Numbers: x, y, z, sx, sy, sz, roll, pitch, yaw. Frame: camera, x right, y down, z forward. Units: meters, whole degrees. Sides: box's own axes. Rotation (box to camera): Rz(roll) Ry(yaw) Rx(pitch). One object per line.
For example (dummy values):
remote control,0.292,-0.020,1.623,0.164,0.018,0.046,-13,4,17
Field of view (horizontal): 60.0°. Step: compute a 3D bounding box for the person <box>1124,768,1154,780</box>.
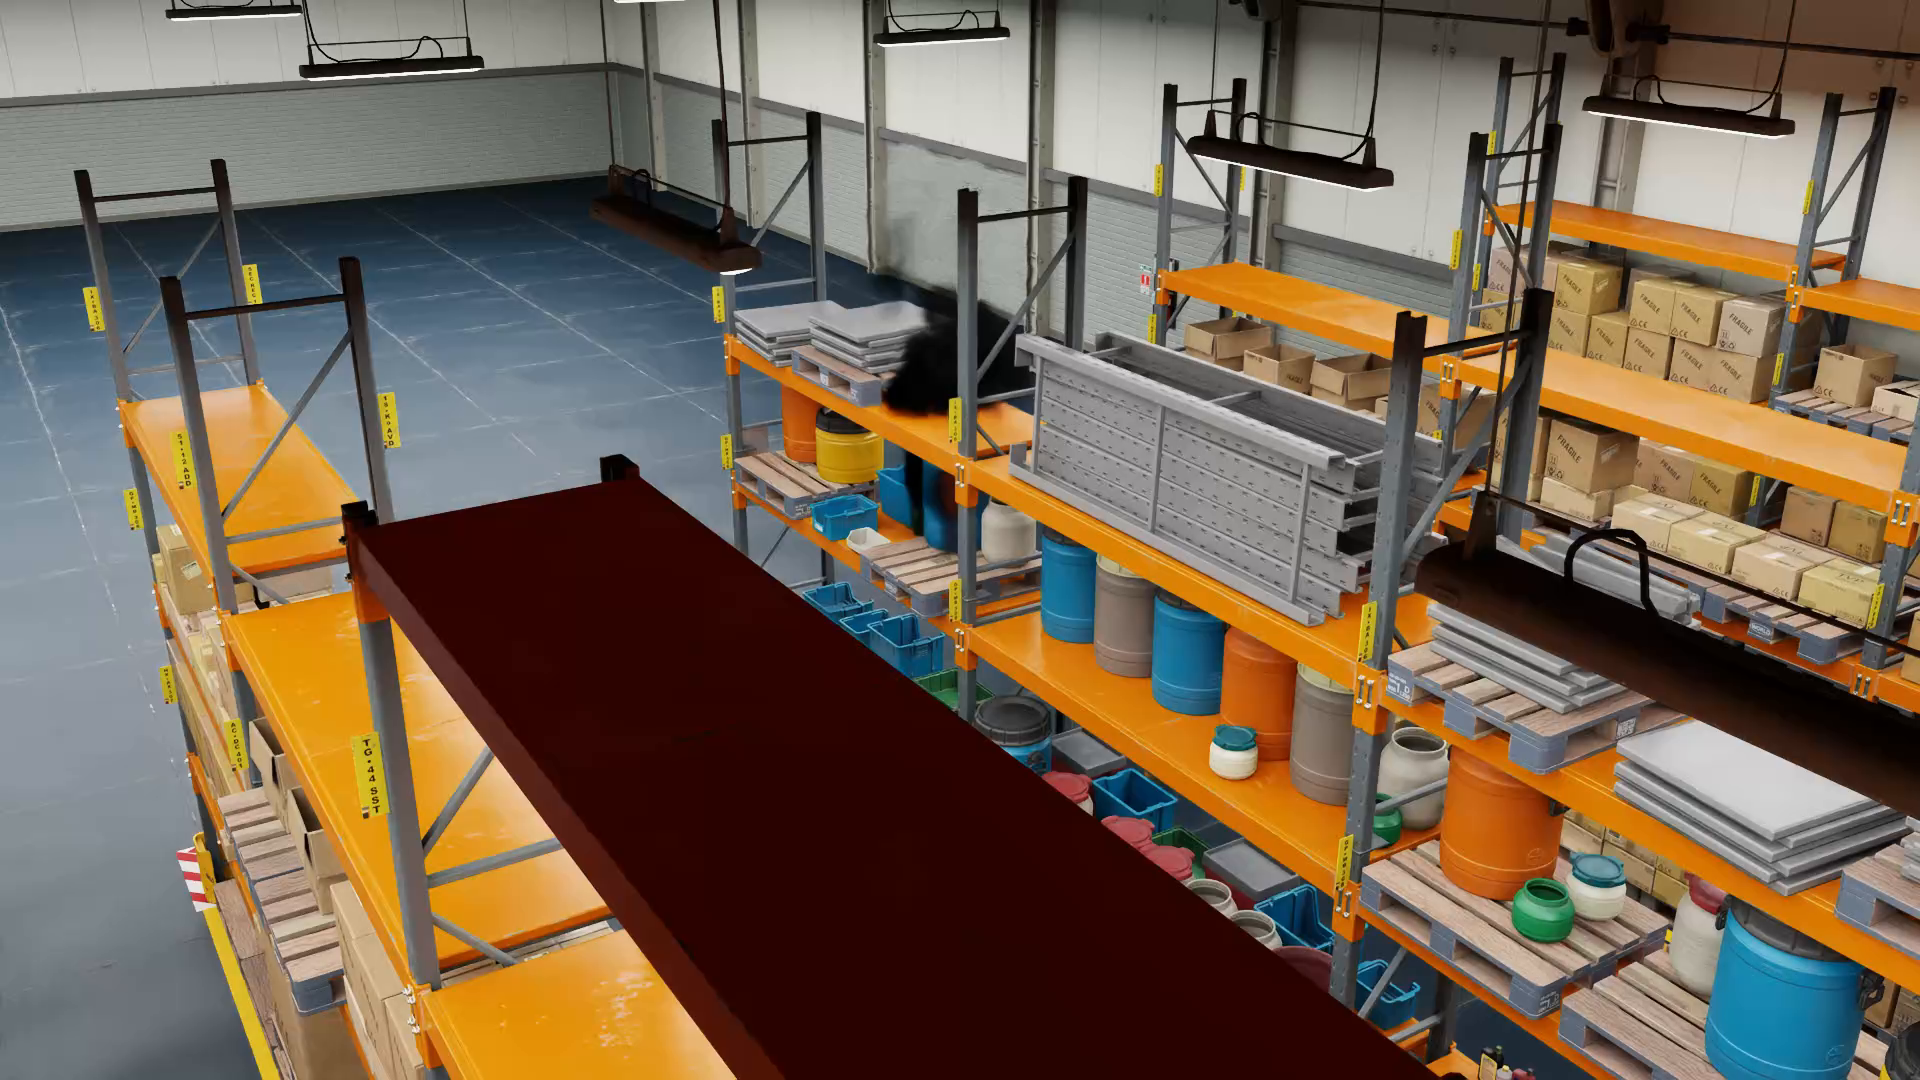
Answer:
person,1.473,1.484,14.590,0.657,1.754,0.605,-19,29,-40
